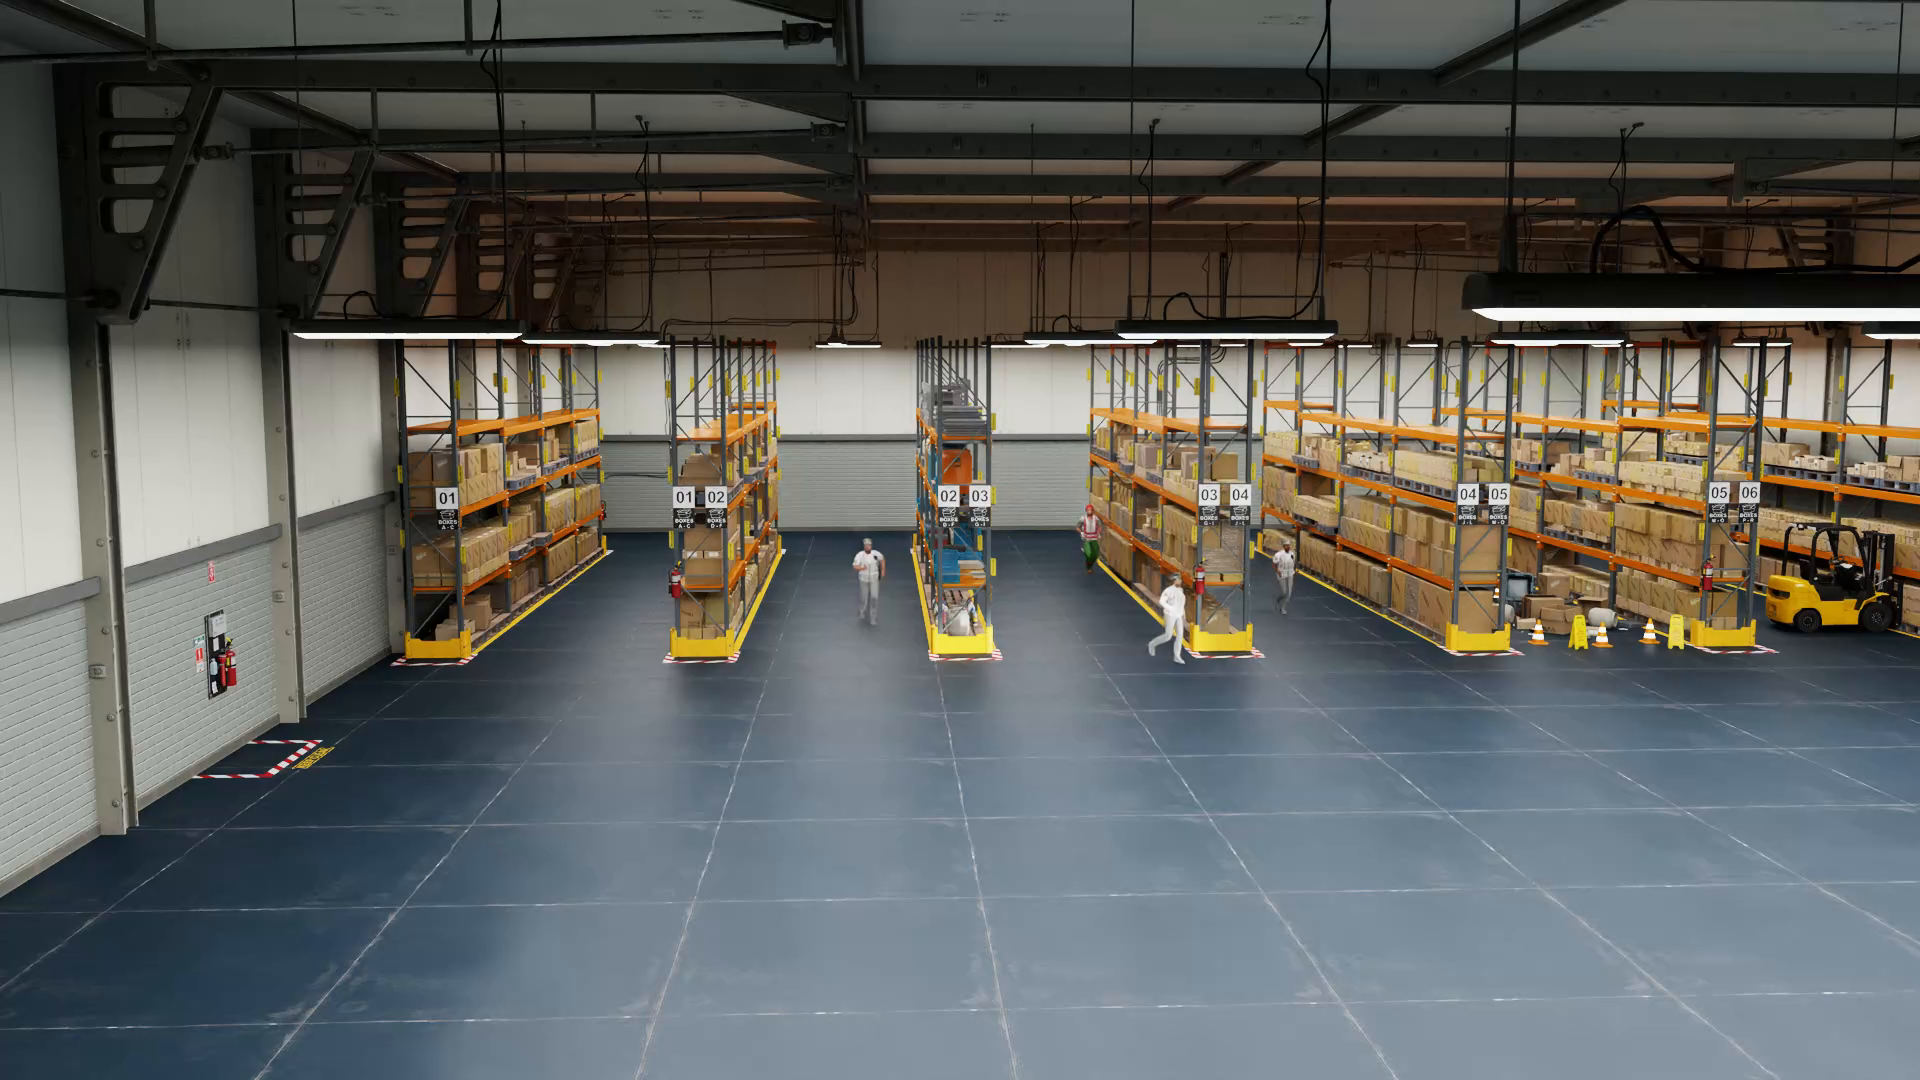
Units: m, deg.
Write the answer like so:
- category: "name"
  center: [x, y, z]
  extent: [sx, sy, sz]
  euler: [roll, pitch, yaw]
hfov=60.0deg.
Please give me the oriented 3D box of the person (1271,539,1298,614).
- category: "person"
  center: [7.092, 0.795, 36.188]
  extent: [0.550, 1.649, 0.544]
  euler: [-2, 7, -15]

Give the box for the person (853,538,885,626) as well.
- category: "person"
  center: [-1.921, 0.867, 35.113]
  extent: [0.670, 1.848, 0.925]
  euler: [-1, 7, -5]

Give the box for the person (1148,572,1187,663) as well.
- category: "person"
  center: [3.971, 1.406, 30.797]
  extent: [0.676, 1.647, 0.852]
  euler: [-6, 9, -41]

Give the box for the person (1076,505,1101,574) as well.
- category: "person"
  center: [3.184, 0.000, 40.769]
  extent: [0.651, 1.741, 0.581]
  euler: [-1, 7, -8]

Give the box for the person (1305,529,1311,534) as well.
- category: "person"
  center: [10.376, -0.709, 48.989]
  extent: [0.973, 1.729, 0.662]
  euler: [-2, 7, -14]
